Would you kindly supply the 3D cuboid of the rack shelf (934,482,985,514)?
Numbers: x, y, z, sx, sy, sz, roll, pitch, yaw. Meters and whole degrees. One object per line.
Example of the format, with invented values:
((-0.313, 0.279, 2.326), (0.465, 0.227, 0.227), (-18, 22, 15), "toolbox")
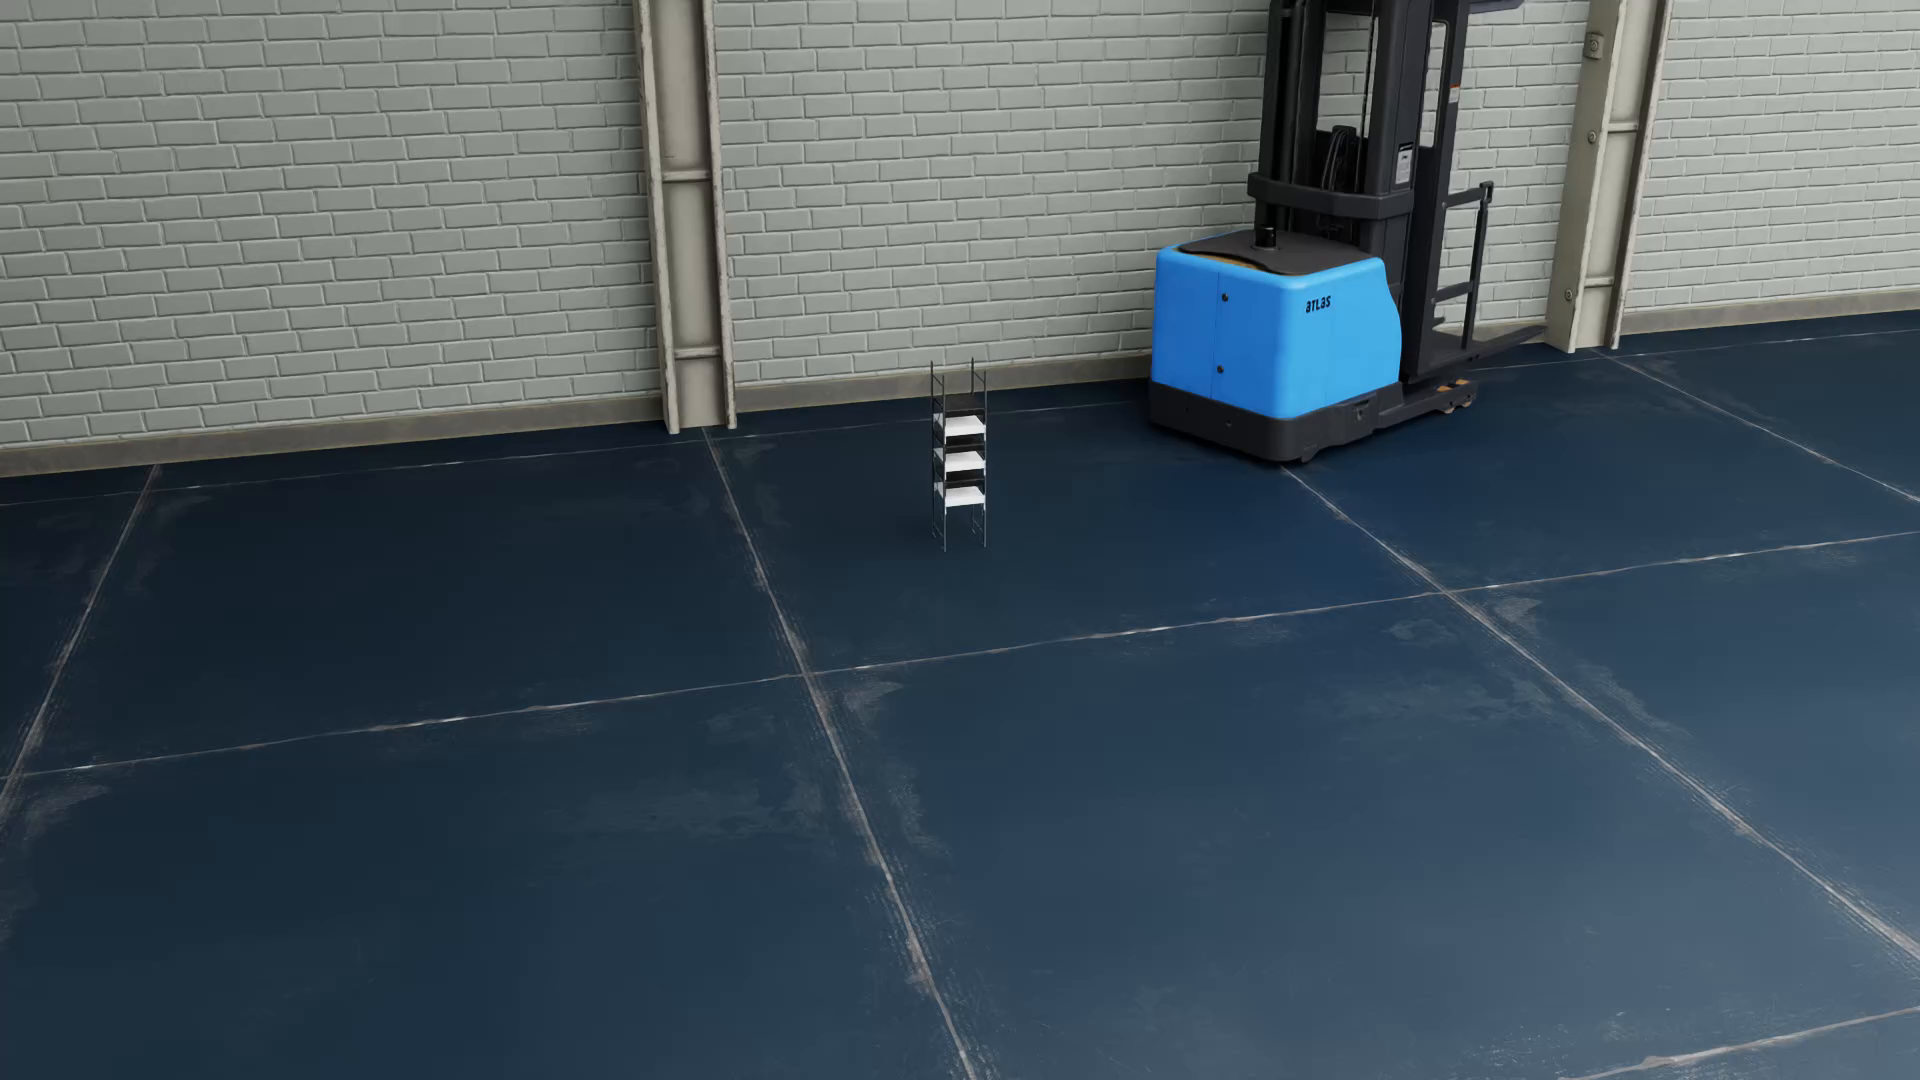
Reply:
((-0.008, -0.217, 8.155), (0.200, 0.077, 0.258), (-6, 24, -14), "rack shelf")

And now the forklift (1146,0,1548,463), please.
((2.524, -2.243, 9.761), (3.031, 2.935, 1.130), (-19, 30, -38), "forklift")

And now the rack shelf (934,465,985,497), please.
((-0.008, -0.299, 8.119), (0.200, 0.077, 0.258), (-6, 24, -14), "rack shelf")

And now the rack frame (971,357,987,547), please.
((0.090, -0.424, 8.096), (0.006, 0.900, 0.240), (-6, 24, -14), "rack frame")

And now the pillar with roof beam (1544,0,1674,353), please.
((5.396, -3.836, 5.779), (0.400, 9.000, 9.100), (-6, 24, -14), "pillar with roof beam")

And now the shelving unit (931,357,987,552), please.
((-0.008, -0.413, 8.071), (0.210, 0.900, 0.258), (-6, 24, -14), "shelving unit")

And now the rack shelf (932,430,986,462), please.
((-0.008, -0.465, 8.048), (0.200, 0.077, 0.258), (-6, 24, -14), "rack shelf")

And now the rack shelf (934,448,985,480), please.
((-0.008, -0.382, 8.084), (0.200, 0.077, 0.258), (-6, 24, -14), "rack shelf")

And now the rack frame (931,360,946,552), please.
((-0.106, -0.402, 8.045), (0.006, 0.900, 0.240), (-6, 24, -14), "rack frame")

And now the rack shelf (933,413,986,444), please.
((-0.008, -0.547, 8.013), (0.200, 0.077, 0.258), (-6, 24, -14), "rack shelf")

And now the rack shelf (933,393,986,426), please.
((-0.008, -0.630, 7.977), (0.200, 0.077, 0.258), (-6, 24, -14), "rack shelf")

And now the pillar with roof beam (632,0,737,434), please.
((-0.381, -3.197, 4.289), (0.400, 9.000, 9.100), (-6, 24, -14), "pillar with roof beam")
